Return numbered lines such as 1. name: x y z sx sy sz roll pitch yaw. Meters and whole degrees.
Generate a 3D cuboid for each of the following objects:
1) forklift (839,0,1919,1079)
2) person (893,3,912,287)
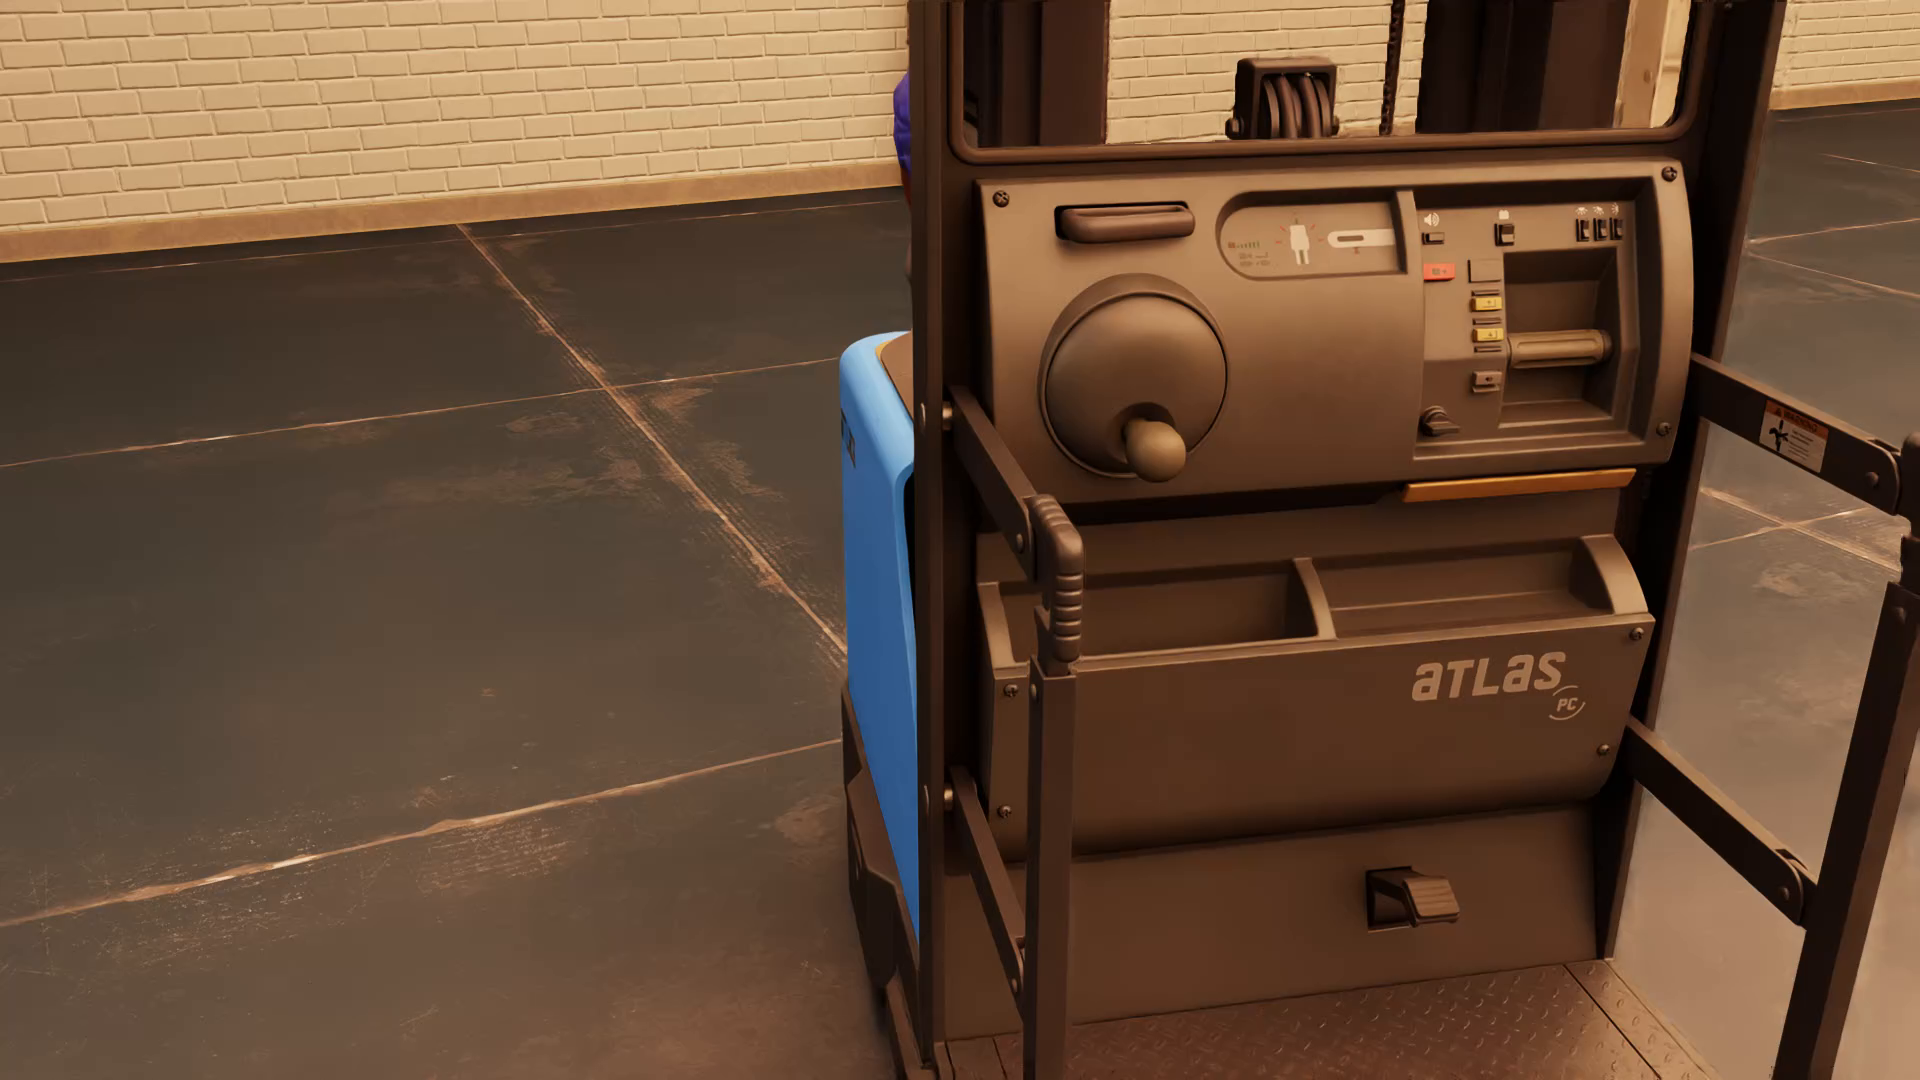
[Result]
1. forklift: 0.529 -0.254 1.898 1.130 2.935 3.031 -4 23 -10
2. person: 0.088 -0.778 4.804 0.504 1.654 0.569 -10 25 -23
